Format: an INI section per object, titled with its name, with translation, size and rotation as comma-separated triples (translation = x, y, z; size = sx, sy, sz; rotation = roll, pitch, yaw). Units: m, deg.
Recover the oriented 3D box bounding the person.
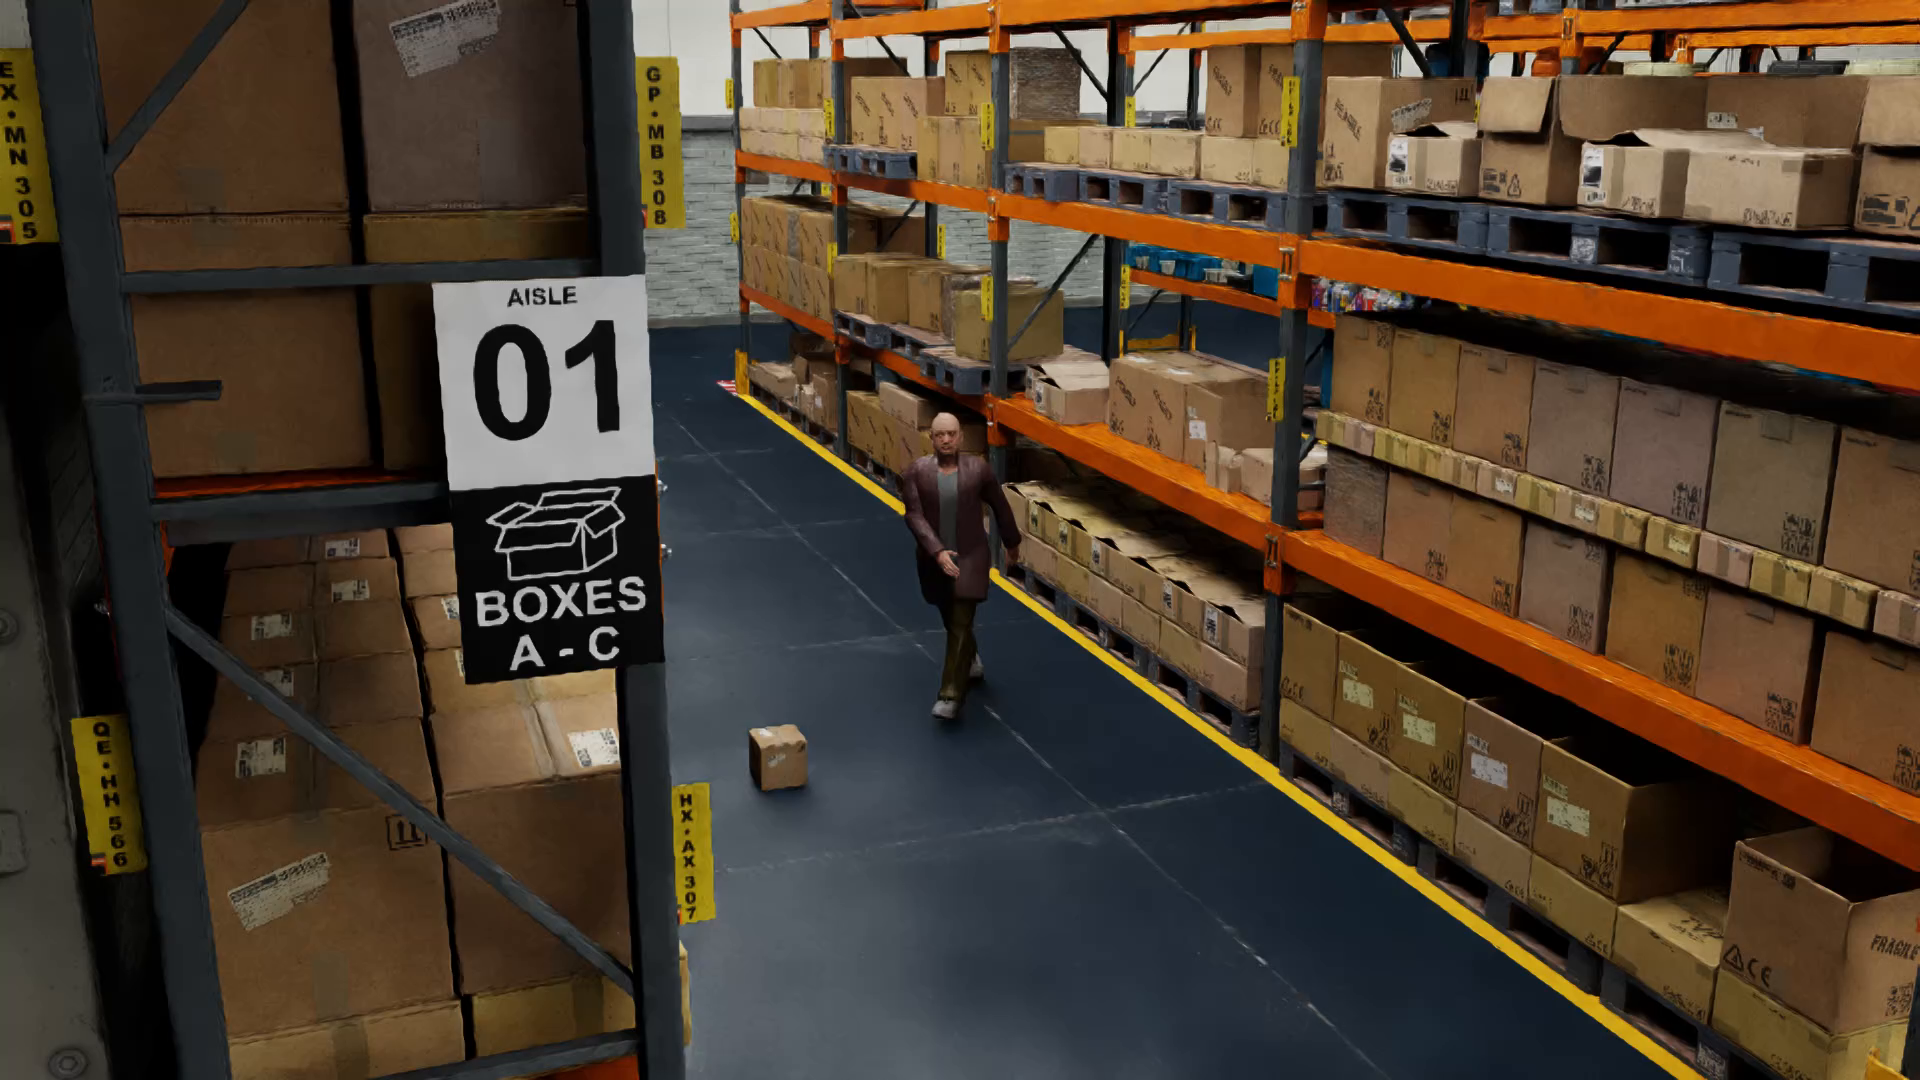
[person]
translation = -0.002, 0.115, 9.657
size = 0.657, 1.725, 1.131
rotation = 3, 16, 9
